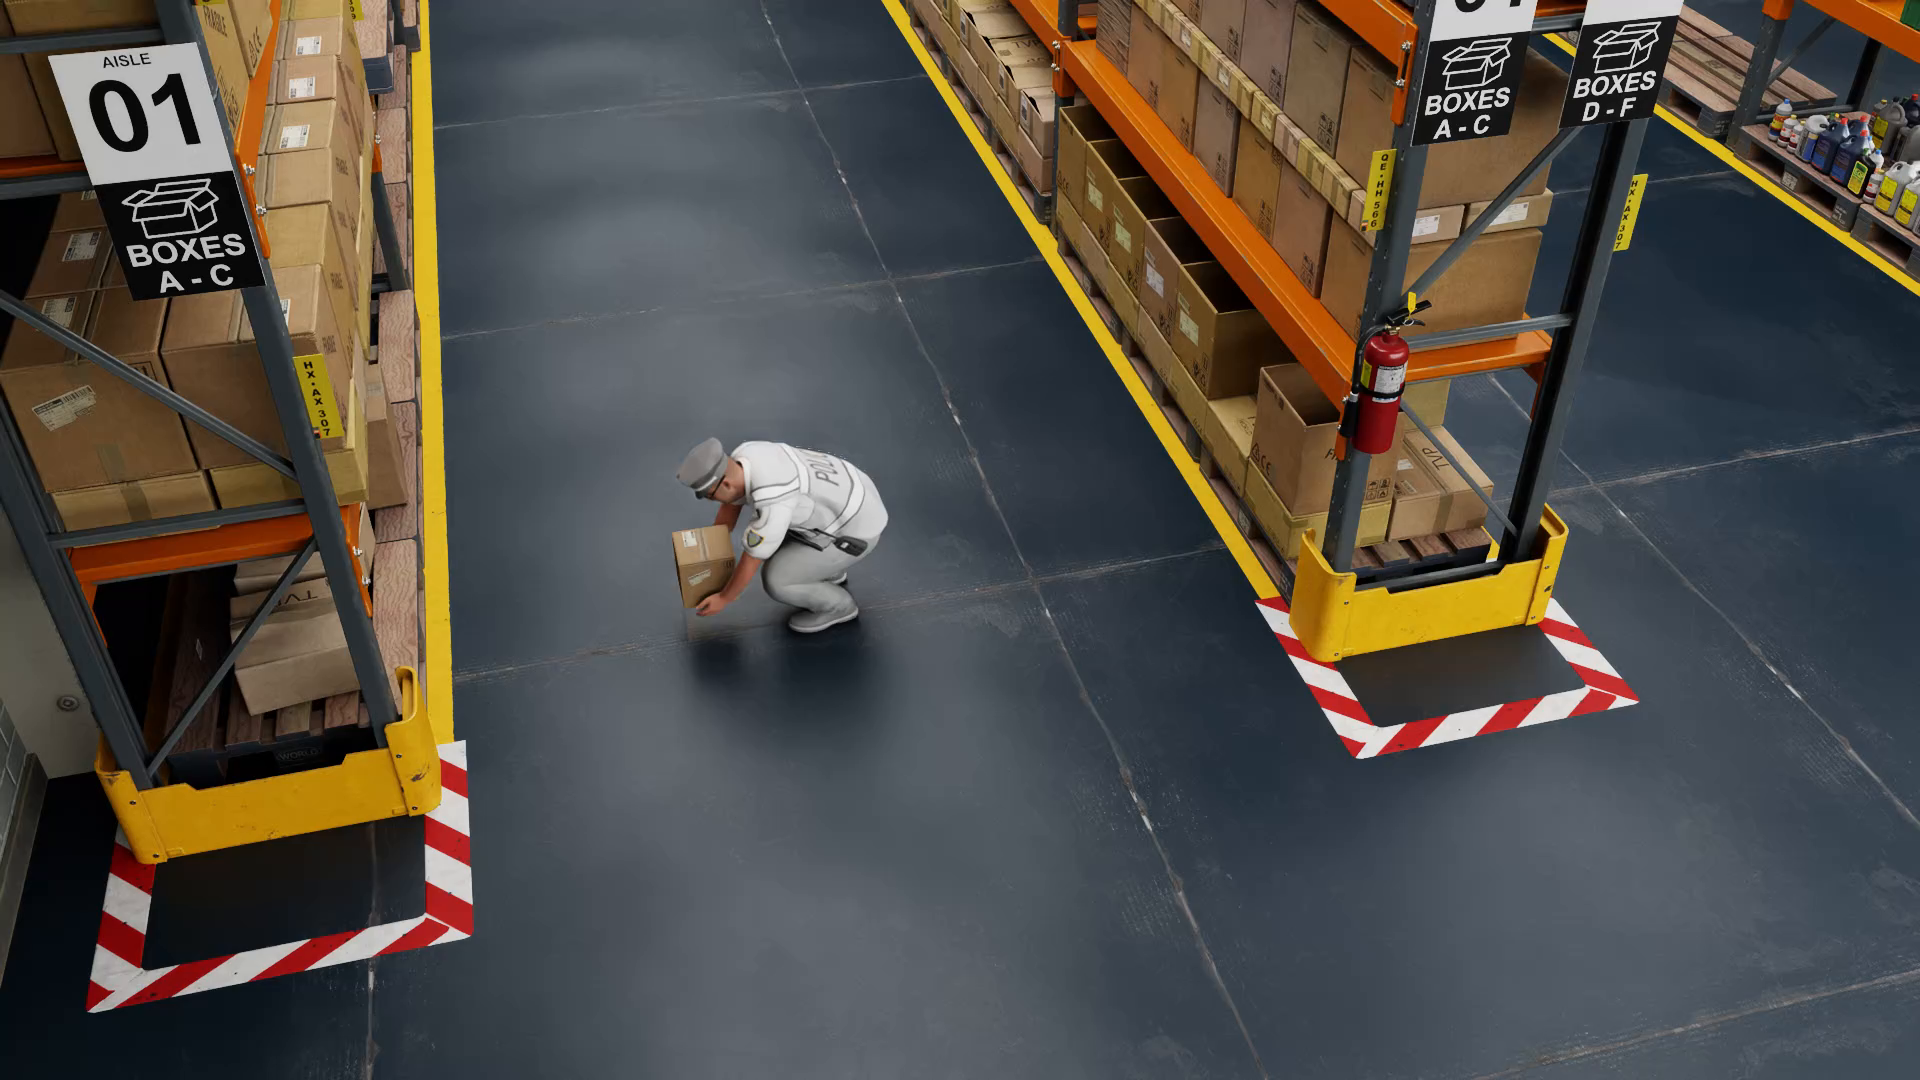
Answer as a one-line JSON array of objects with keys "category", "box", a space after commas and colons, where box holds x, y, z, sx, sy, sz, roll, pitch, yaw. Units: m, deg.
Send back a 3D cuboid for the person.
[{"category": "person", "box": [-0.781, -0.070, 7.407, 0.913, 1.012, 0.570, -9, 39, -12]}]
